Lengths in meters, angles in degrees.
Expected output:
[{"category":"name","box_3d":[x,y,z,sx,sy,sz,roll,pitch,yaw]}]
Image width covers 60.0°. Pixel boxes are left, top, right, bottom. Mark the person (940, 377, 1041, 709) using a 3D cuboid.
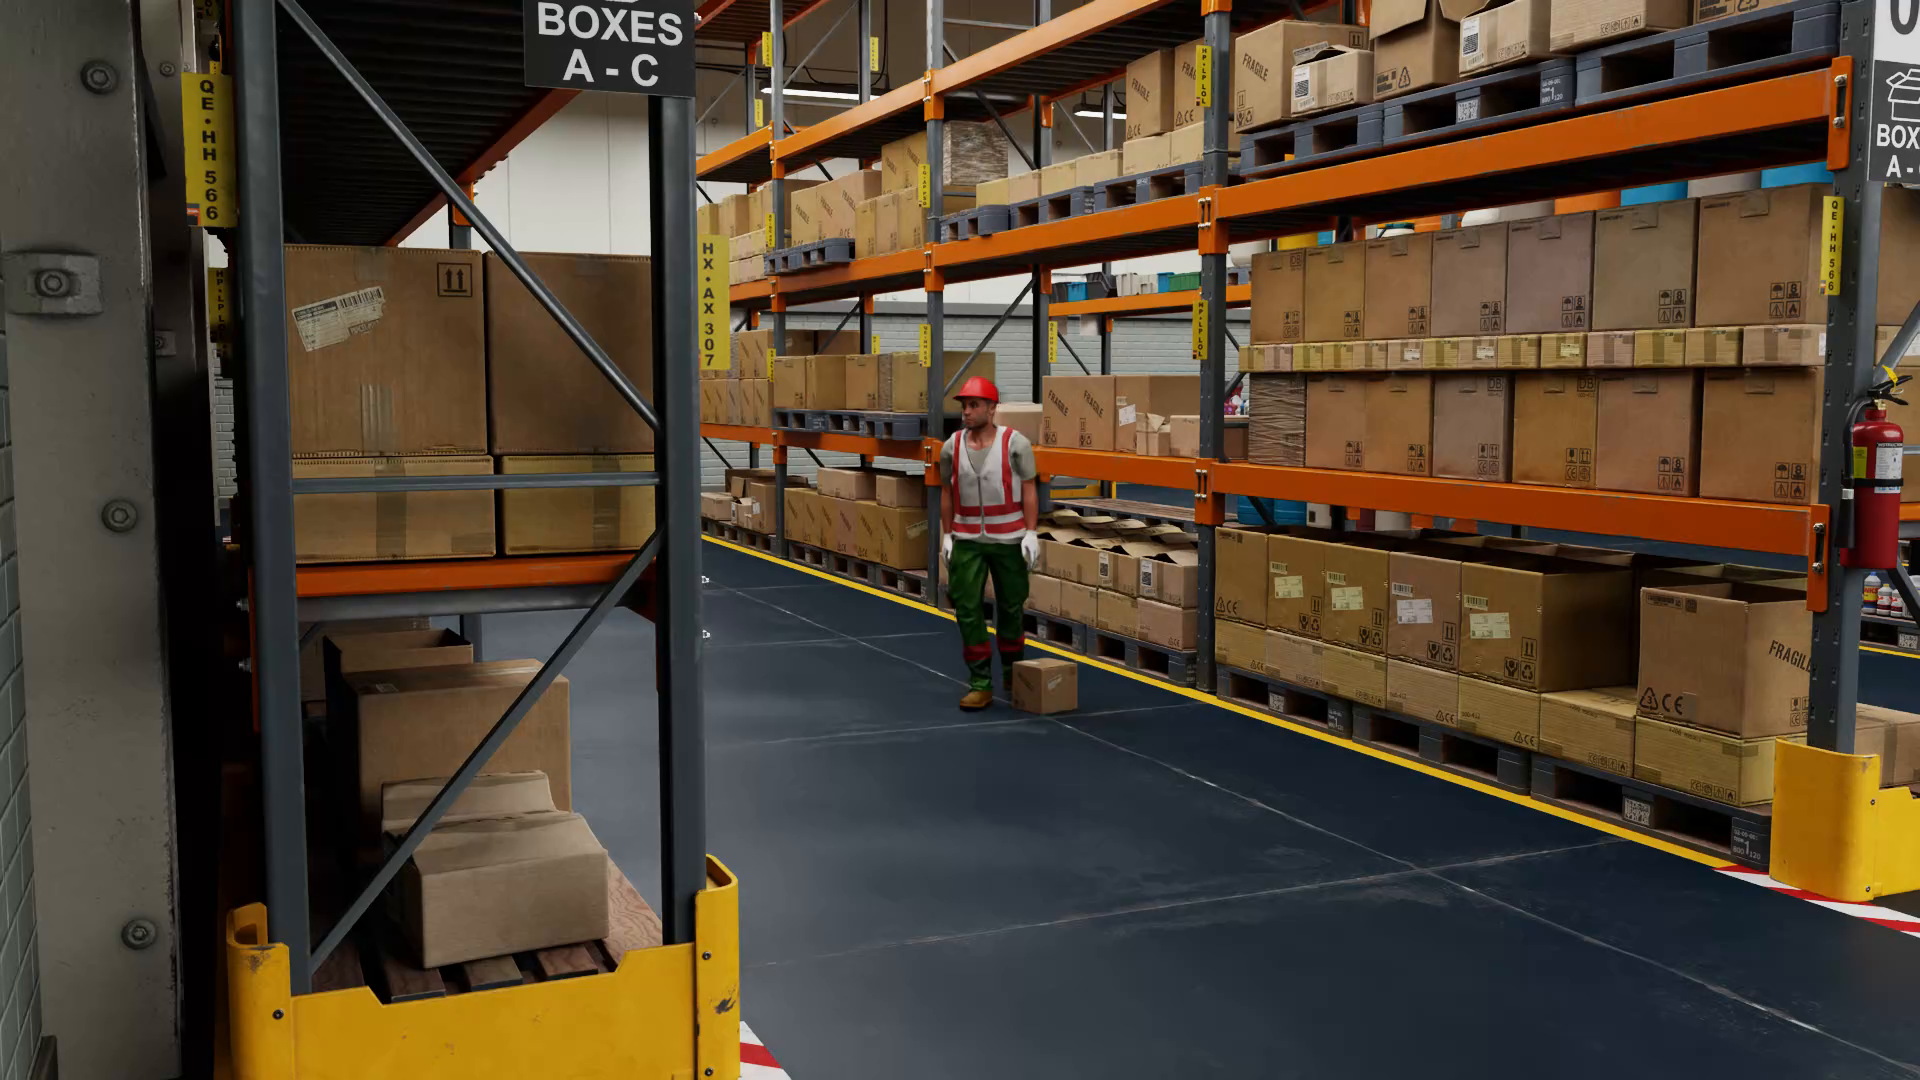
[{"category":"person","box_3d":[0.171,0.006,9.034,0.567,1.776,0.577,1,5,12]}]
